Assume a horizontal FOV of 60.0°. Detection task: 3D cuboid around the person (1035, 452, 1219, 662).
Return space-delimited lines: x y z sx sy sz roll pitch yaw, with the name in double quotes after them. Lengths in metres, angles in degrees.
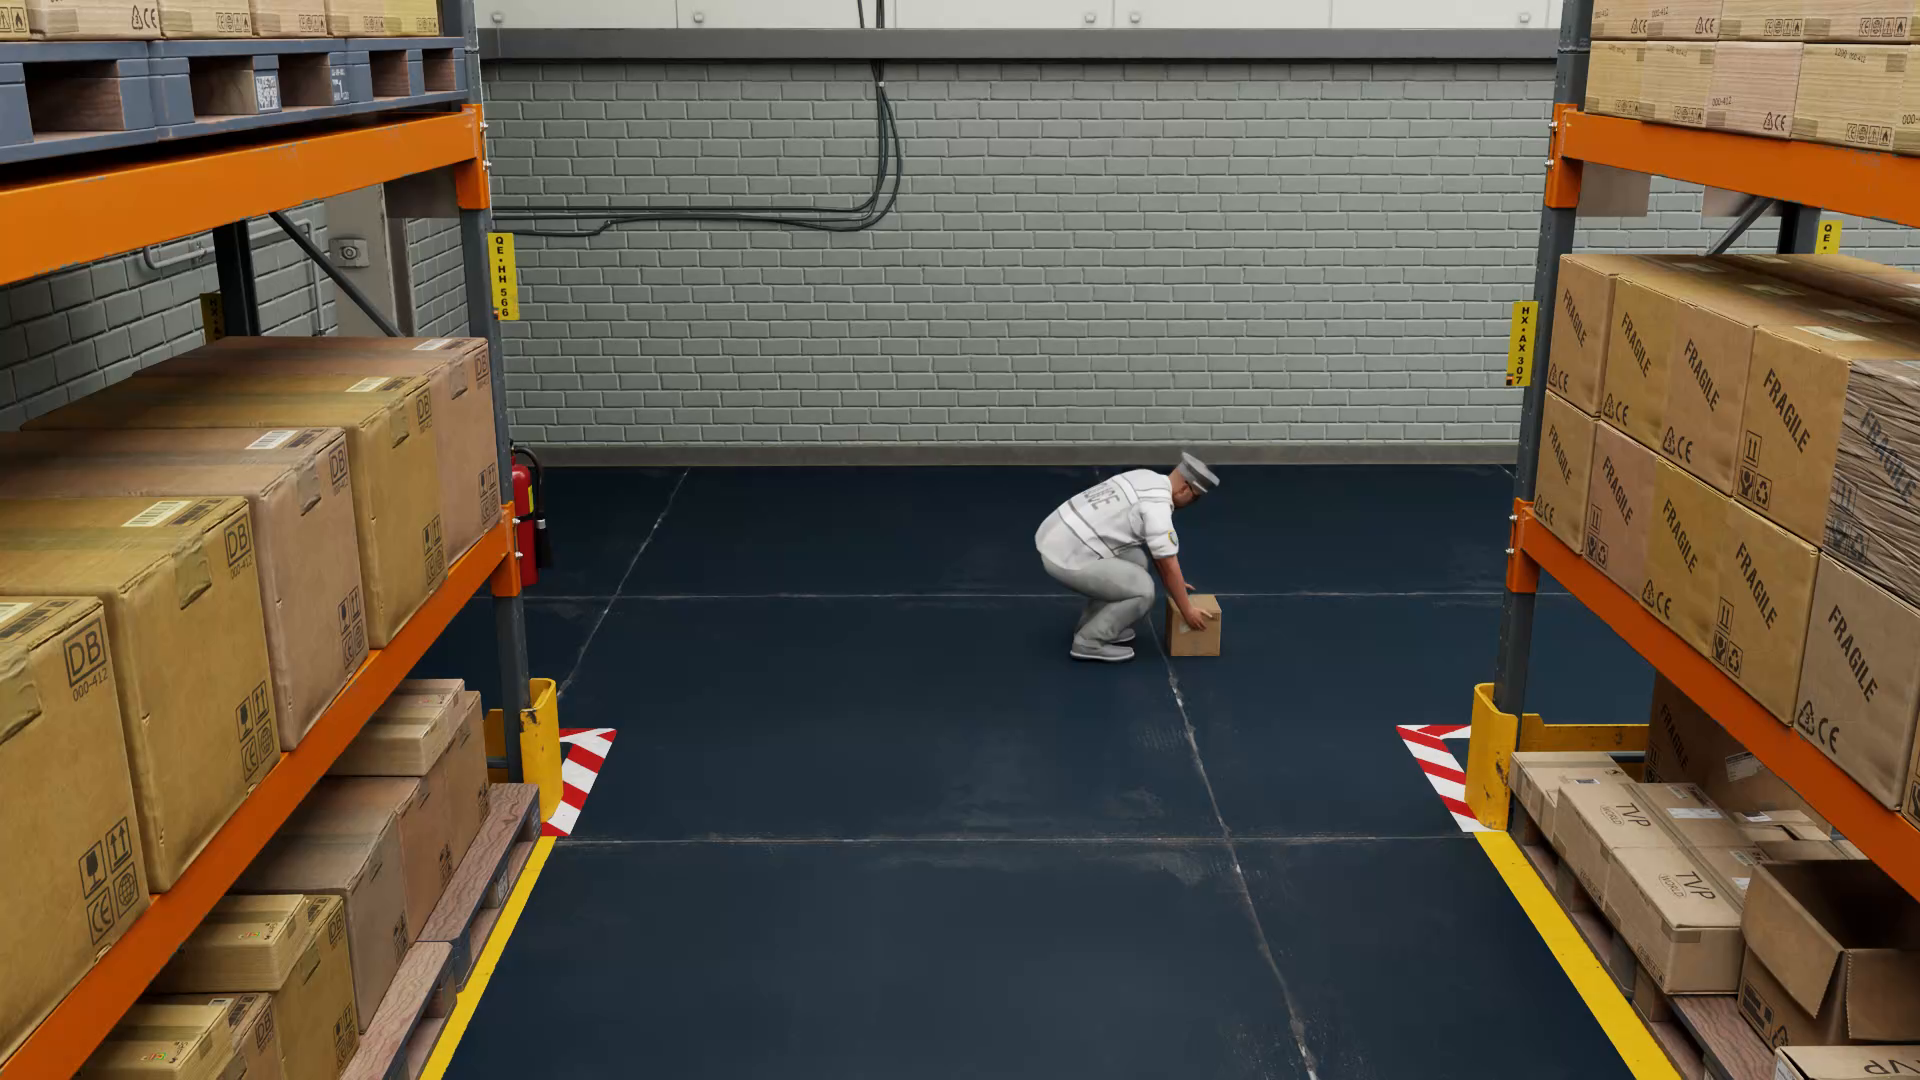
0.856 0.069 8.552 0.941 1.030 0.570 0 17 -1 "person"
